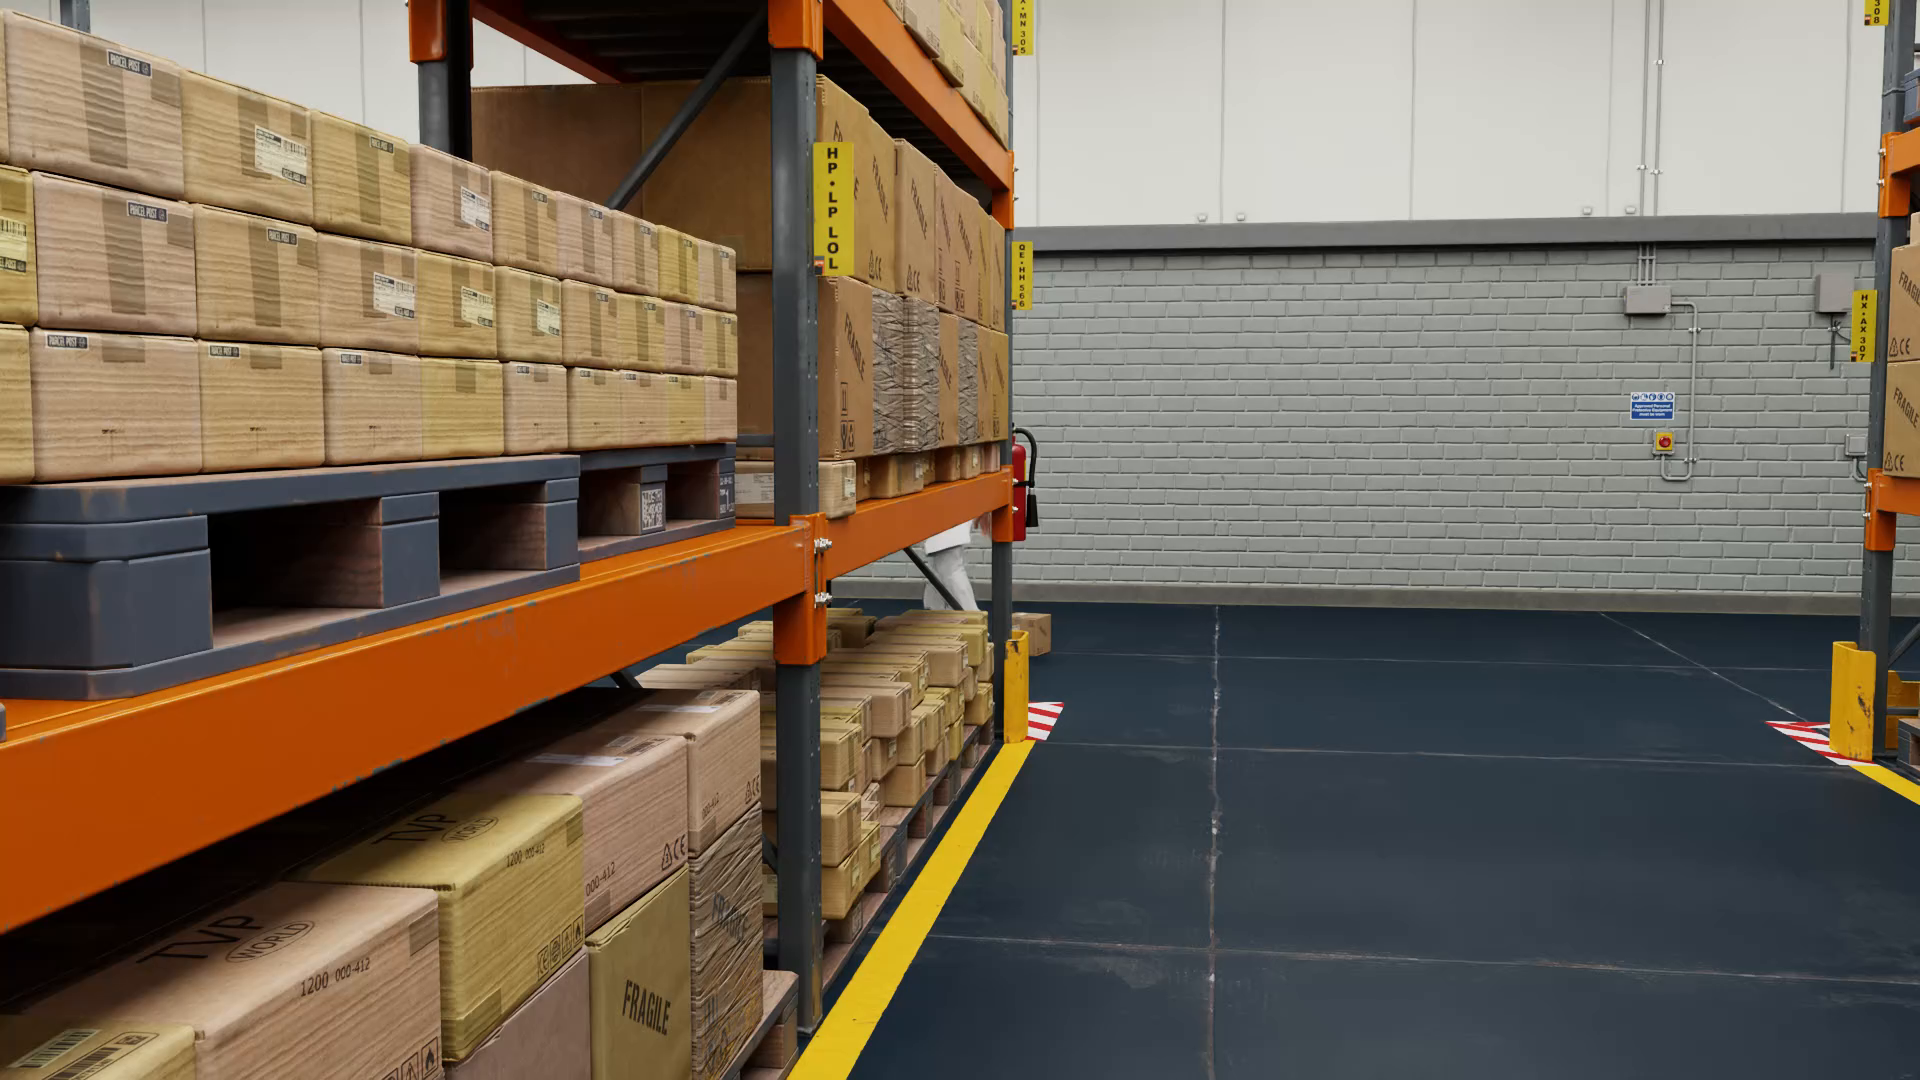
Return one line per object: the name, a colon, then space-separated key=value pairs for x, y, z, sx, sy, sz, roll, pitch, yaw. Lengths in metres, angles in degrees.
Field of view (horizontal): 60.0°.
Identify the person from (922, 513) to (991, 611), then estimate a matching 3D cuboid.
person: x=-0.136 y=-0.140 z=10.979 sx=0.849 sy=1.784 sz=0.608 roll=4 pitch=6 yaw=44
